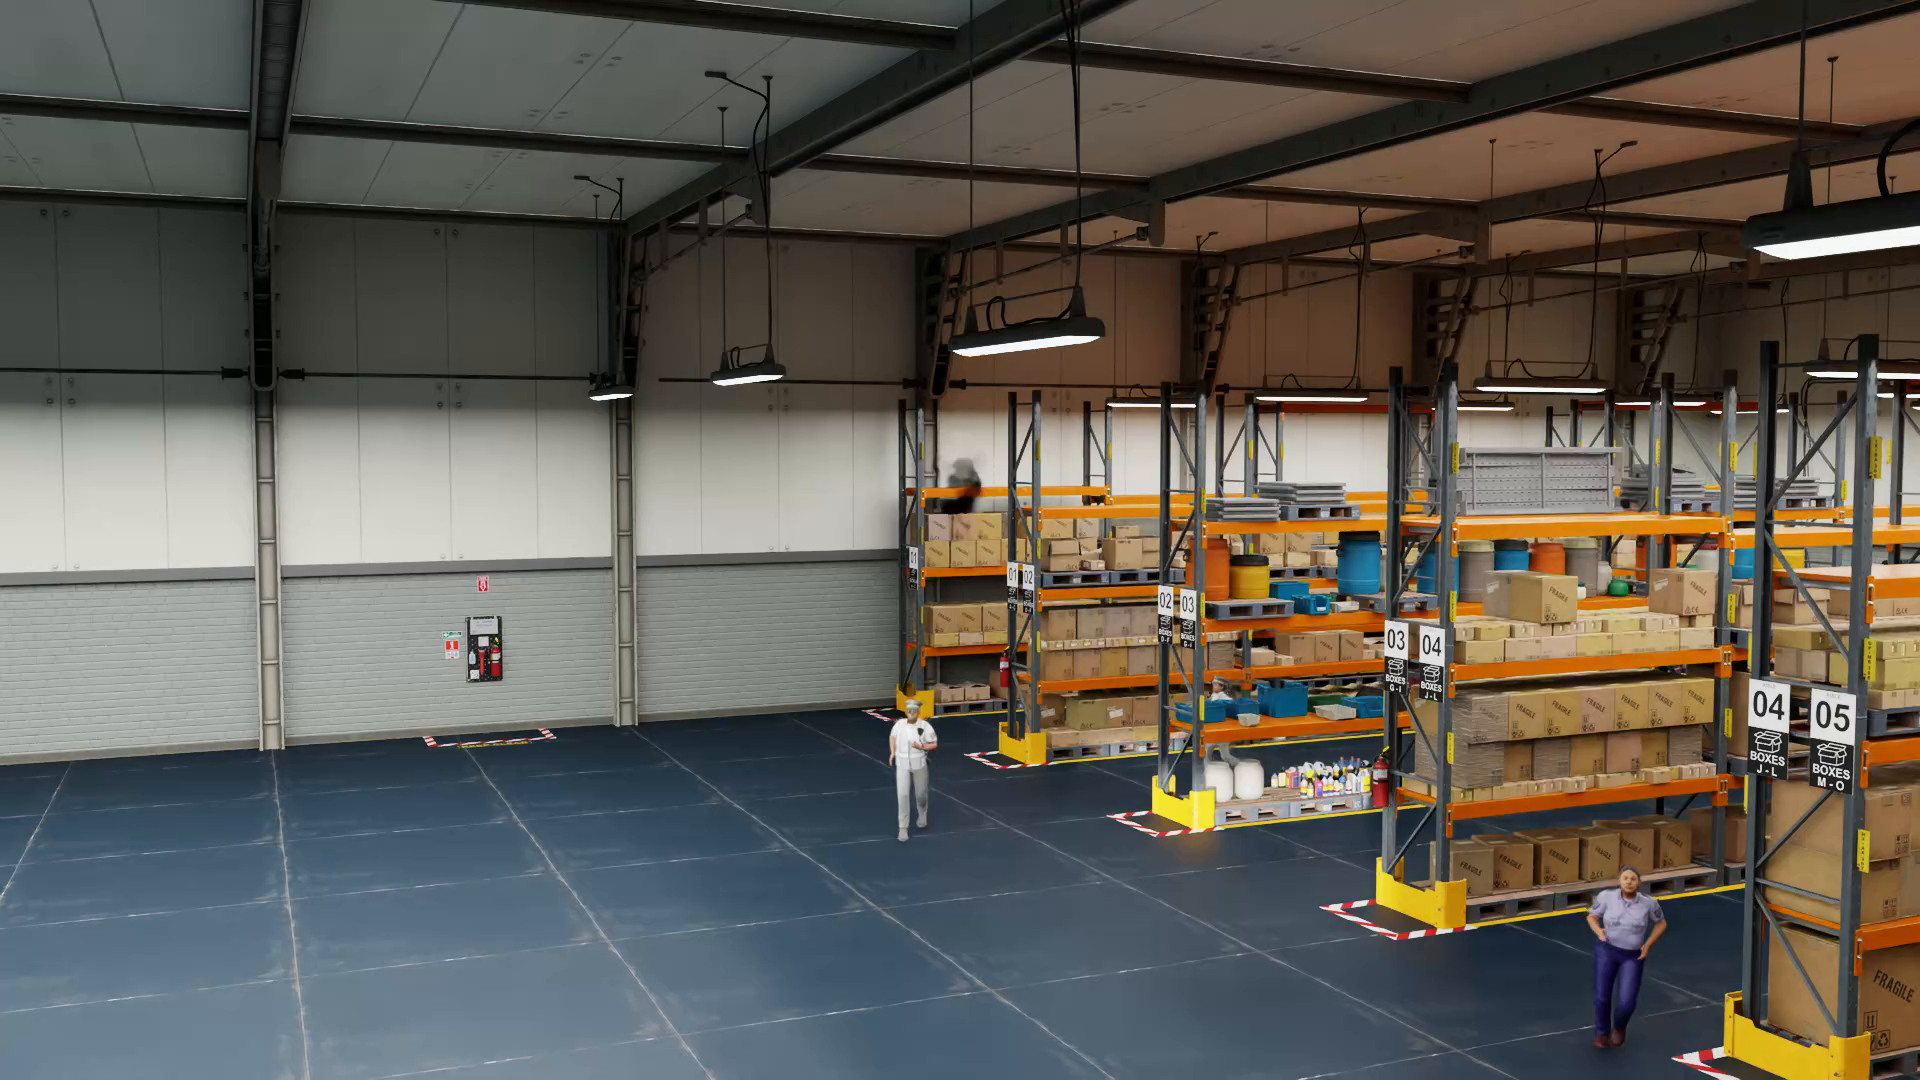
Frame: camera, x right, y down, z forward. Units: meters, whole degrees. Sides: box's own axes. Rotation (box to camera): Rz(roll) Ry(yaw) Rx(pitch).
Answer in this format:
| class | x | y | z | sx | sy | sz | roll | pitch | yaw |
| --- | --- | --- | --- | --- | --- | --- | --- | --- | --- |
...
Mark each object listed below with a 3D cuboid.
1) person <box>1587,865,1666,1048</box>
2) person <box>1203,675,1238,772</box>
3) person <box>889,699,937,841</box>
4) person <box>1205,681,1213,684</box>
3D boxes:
| class | x | y | z | sx | sy | sz | roll | pitch | yaw |
| --- | --- | --- | --- | --- | --- | --- | --- | --- | --- |
| person | 5.599 | 3.540 | 14.024 | 0.616 | 1.596 | 0.575 | 2 | 4 | 27 |
| person | 3.866 | 2.847 | 24.755 | 0.864 | 1.701 | 0.611 | -2 | 4 | -25 |
| person | -0.613 | 2.973 | 21.855 | 0.639 | 1.782 | 0.974 | 0 | 3 | 5 |
| person | 4.605 | 2.457 | 30.562 | 1.002 | 1.765 | 0.661 | -2 | 4 | -27 |
